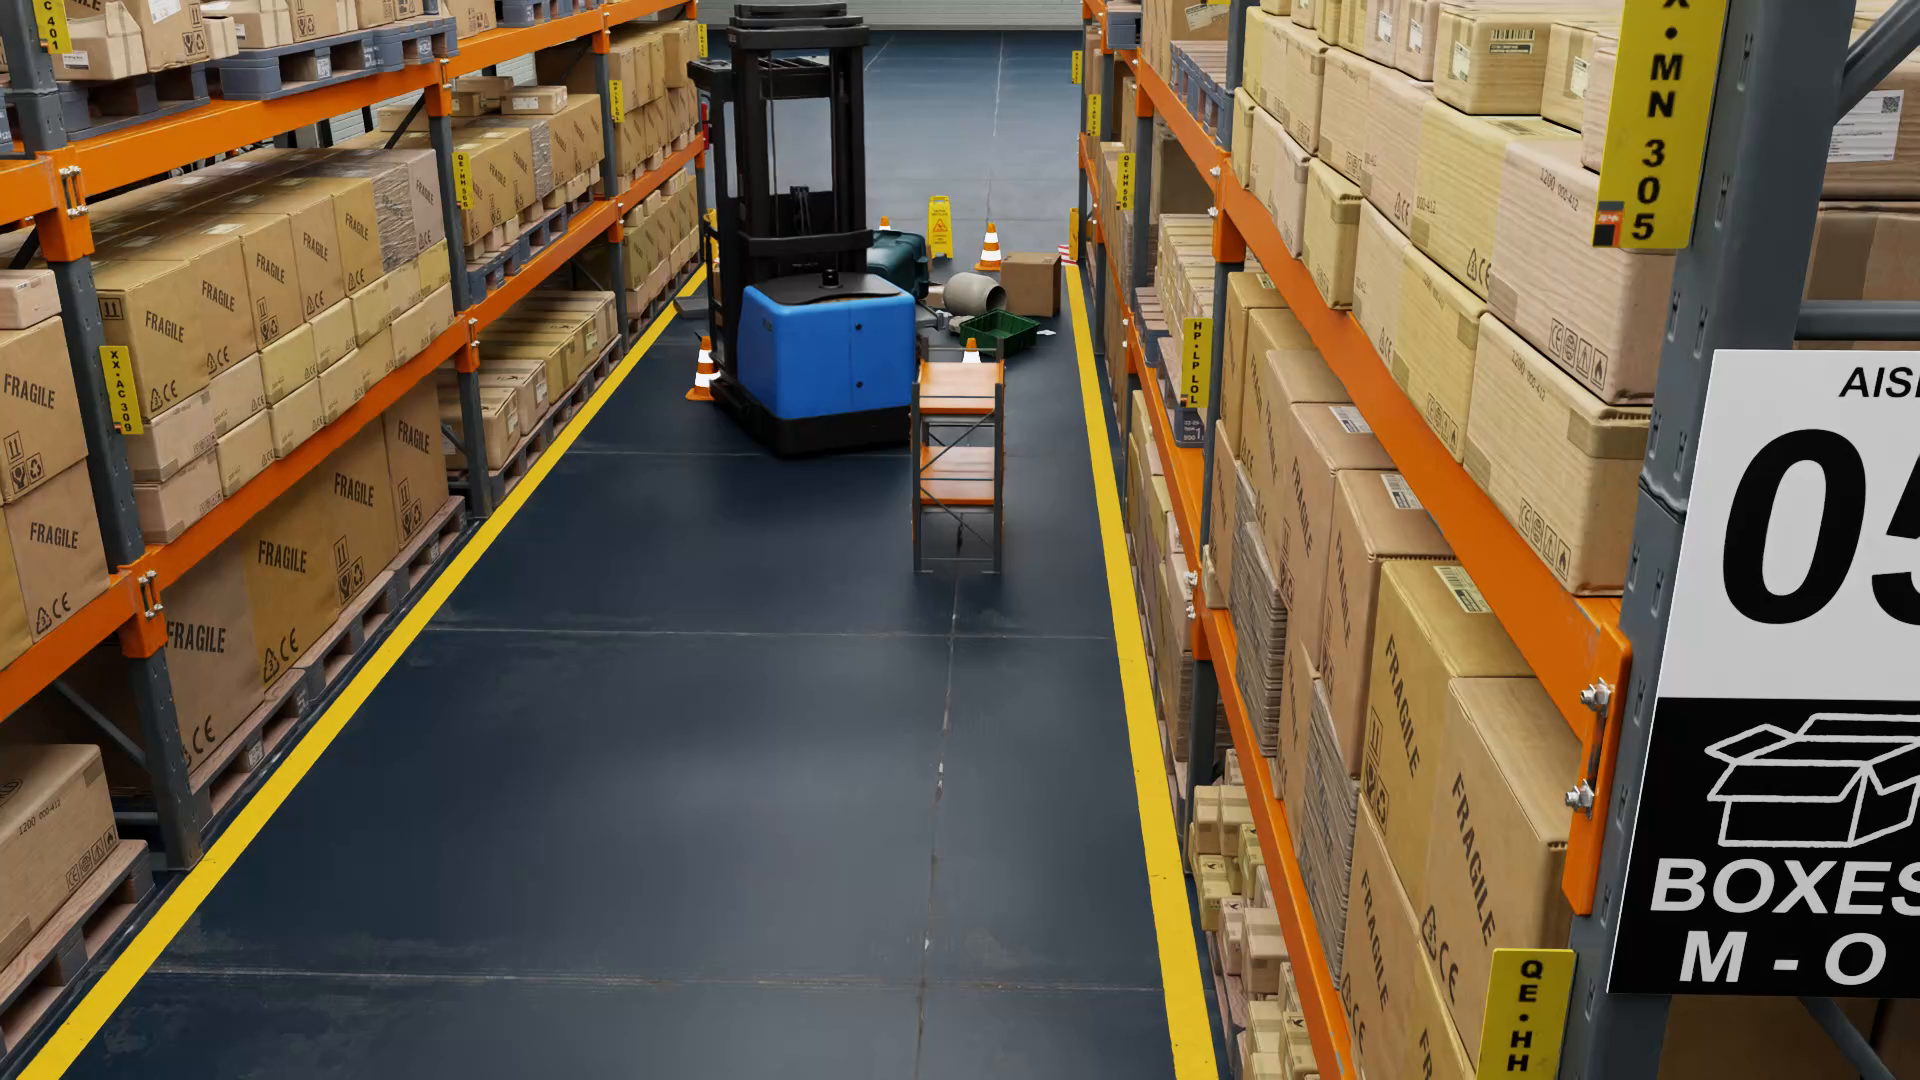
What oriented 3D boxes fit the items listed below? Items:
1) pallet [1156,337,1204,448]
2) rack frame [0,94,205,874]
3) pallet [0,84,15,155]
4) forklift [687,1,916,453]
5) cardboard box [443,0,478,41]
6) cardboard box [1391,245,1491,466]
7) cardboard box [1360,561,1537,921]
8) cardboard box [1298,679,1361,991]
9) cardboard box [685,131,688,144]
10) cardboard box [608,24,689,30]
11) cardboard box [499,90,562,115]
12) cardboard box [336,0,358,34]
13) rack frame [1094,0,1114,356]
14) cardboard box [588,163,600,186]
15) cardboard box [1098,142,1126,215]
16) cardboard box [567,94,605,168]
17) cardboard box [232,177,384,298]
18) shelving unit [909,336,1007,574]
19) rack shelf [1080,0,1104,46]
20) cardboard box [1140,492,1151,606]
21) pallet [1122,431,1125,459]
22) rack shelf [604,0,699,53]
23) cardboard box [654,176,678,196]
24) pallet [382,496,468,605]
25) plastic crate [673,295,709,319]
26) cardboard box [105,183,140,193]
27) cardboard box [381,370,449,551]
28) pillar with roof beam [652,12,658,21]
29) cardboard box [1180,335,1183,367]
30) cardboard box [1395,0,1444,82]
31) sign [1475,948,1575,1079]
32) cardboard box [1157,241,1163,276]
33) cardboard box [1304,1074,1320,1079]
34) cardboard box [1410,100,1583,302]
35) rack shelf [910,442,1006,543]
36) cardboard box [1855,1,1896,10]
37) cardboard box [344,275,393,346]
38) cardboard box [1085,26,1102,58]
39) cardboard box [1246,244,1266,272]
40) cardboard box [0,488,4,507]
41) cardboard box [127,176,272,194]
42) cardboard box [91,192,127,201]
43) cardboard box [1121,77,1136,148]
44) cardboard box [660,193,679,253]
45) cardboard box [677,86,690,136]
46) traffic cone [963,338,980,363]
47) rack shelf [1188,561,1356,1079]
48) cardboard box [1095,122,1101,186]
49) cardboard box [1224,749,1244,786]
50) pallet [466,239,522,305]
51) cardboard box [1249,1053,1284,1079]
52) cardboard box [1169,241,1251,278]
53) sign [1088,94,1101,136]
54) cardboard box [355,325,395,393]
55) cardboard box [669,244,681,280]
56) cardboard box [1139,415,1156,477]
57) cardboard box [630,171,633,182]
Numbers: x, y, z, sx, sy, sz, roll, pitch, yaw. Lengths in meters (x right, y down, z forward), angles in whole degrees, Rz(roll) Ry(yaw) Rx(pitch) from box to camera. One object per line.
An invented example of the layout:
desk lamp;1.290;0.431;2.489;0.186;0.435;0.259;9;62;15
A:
pallet;1.495;-0.723;8.011;1.003;0.211;1.213;1;21;2
rack frame;-3.558;-0.100;6.140;1.000;3.000;0.127;1;21;2
pallet;-3.593;-1.162;4.852;1.003;0.211;1.213;1;21;2
forklift;-1.327;-2.458;12.312;1.130;2.935;3.031;-9;23;-21
cardboard box;-3.397;-3.334;10.190;0.700;0.500;0.500;1;21;2
cardboard box;1.029;-0.316;2.758;0.500;0.250;0.500;1;21;2
cardboard box;1.052;0.361;3.020;0.500;0.500;0.500;0;21;0
cardboard box;1.054;0.644;3.674;0.500;0.500;0.500;1;21;2
cardboard box;-2.917;-3.999;16.536;0.380;0.149;0.250;0;21;1
cardboard box;-3.013;-4.720;16.116;0.700;0.500;0.500;1;21;2
cardboard box;-3.096;-3.158;11.995;0.380;0.149;0.250;0;21;-1
cardboard box;-3.128;-2.576;7.980;0.396;0.266;0.258;0;21;0
rack frame;1.636;-2.975;13.549;1.000;3.000;0.127;1;21;2
cardboard box;-3.054;-2.882;13.078;0.380;0.149;0.250;1;21;2
cardboard box;1.351;-2.834;13.049;0.500;0.500;0.500;1;21;2
cardboard box;-3.099;-3.204;13.010;0.500;0.500;0.500;0;21;1
cardboard box;-3.220;-1.504;8.239;0.500;0.500;0.500;1;21;2
shelving unit;0.000;-0.522;9.819;0.538;1.125;1.048;1;21;2
rack shelf;1.697;-4.761;15.000;1.077;0.370;4.000;1;21;2
cardboard box;1.215;0.061;8.599;0.500;0.500;0.500;0;21;0
pallet;1.614;-0.513;11.059;1.003;0.211;1.213;1;21;2
rack shelf;-3.254;-4.779;15.047;1.077;0.370;4.000;1;21;2
cardboard box;-2.921;-3.393;15.914;0.380;0.149;0.250;2;21;4
pallet;-3.536;0.038;9.640;1.003;0.211;1.213;1;21;2
plastic crate;-2.447;-2.190;15.563;0.402;0.080;0.583;-7;22;-17
cardboard box;-8.396;-3.339;16.327;0.500;0.250;0.500;0;21;1
cardboard box;-3.540;-0.503;9.535;0.875;0.875;0.875;0;21;1
pillar with roof beam;-3.861;-17.847;43.585;9.100;9.000;0.400;1;21;2
cardboard box;1.252;-0.874;7.902;0.380;0.149;0.250;0;21;0
cardboard box;1.058;-0.970;3.200;0.380;0.149;0.250;1;21;3
sign;0.717;0.663;2.135;0.100;0.325;0.005;1;21;2
cardboard box;1.299;-1.573;9.293;0.380;0.149;0.250;2;21;4
cardboard box;1.123;1.556;4.411;0.380;0.149;0.250;0;21;0
cardboard box;1.045;-0.552;2.674;0.500;0.250;0.500;0;21;0
rack shelf;0.000;-0.294;9.908;0.538;0.278;1.000;1;21;2
cardboard box;1.526;-0.870;2.942;0.380;0.149;0.250;1;21;3
cardboard box;-3.204;-1.161;8.391;0.500;0.250;0.500;0;21;0
cardboard box;1.708;-4.861;16.709;0.875;0.550;0.550;1;21;2
cardboard box;1.798;-1.735;10.214;0.500;0.500;0.500;1;21;2
cardboard box;-3.320;-0.256;5.021;0.500;0.500;0.500;0;21;1
cardboard box;-3.732;-1.517;8.272;0.500;0.500;0.500;1;21;3
cardboard box;-7.895;-3.152;15.844;0.500;0.250;0.500;0;21;1
cardboard box;1.627;-3.308;12.887;0.700;0.500;0.500;0;21;1
cardboard box;-2.992;-3.039;15.898;0.500;0.500;0.500;0;21;0
cardboard box;-2.954;-4.244;16.271;0.500;0.500;0.500;1;21;2
traffic cone;0.086;-1.324;12.801;0.336;0.463;0.334;1;21;2
rack shelf;1.332;0.976;4.361;1.077;0.370;4.000;1;21;2
cardboard box;1.630;-3.377;14.379;0.875;0.550;0.550;1;21;2
cardboard box;1.175;0.896;6.111;0.380;0.149;0.250;1;21;4
pallet;-3.521;-1.716;10.570;1.213;0.211;1.003;1;21;2
cardboard box;1.026;1.597;4.716;0.380;0.149;0.250;1;21;2
cardboard box;1.281;-1.438;8.533;0.380;0.149;0.250;0;21;-1
sign;1.081;-3.421;13.392;0.100;0.325;0.005;1;21;2
cardboard box;-3.223;-0.924;8.471;0.500;0.250;0.500;0;21;1
cardboard box;-2.983;-2.681;16.013;0.500;0.250;0.500;0;21;0
cardboard box;1.236;-0.479;8.954;0.500;0.250;0.500;0;21;1
cardboard box;-3.051;-3.174;14.411;0.380;0.149;0.250;1;21;1
